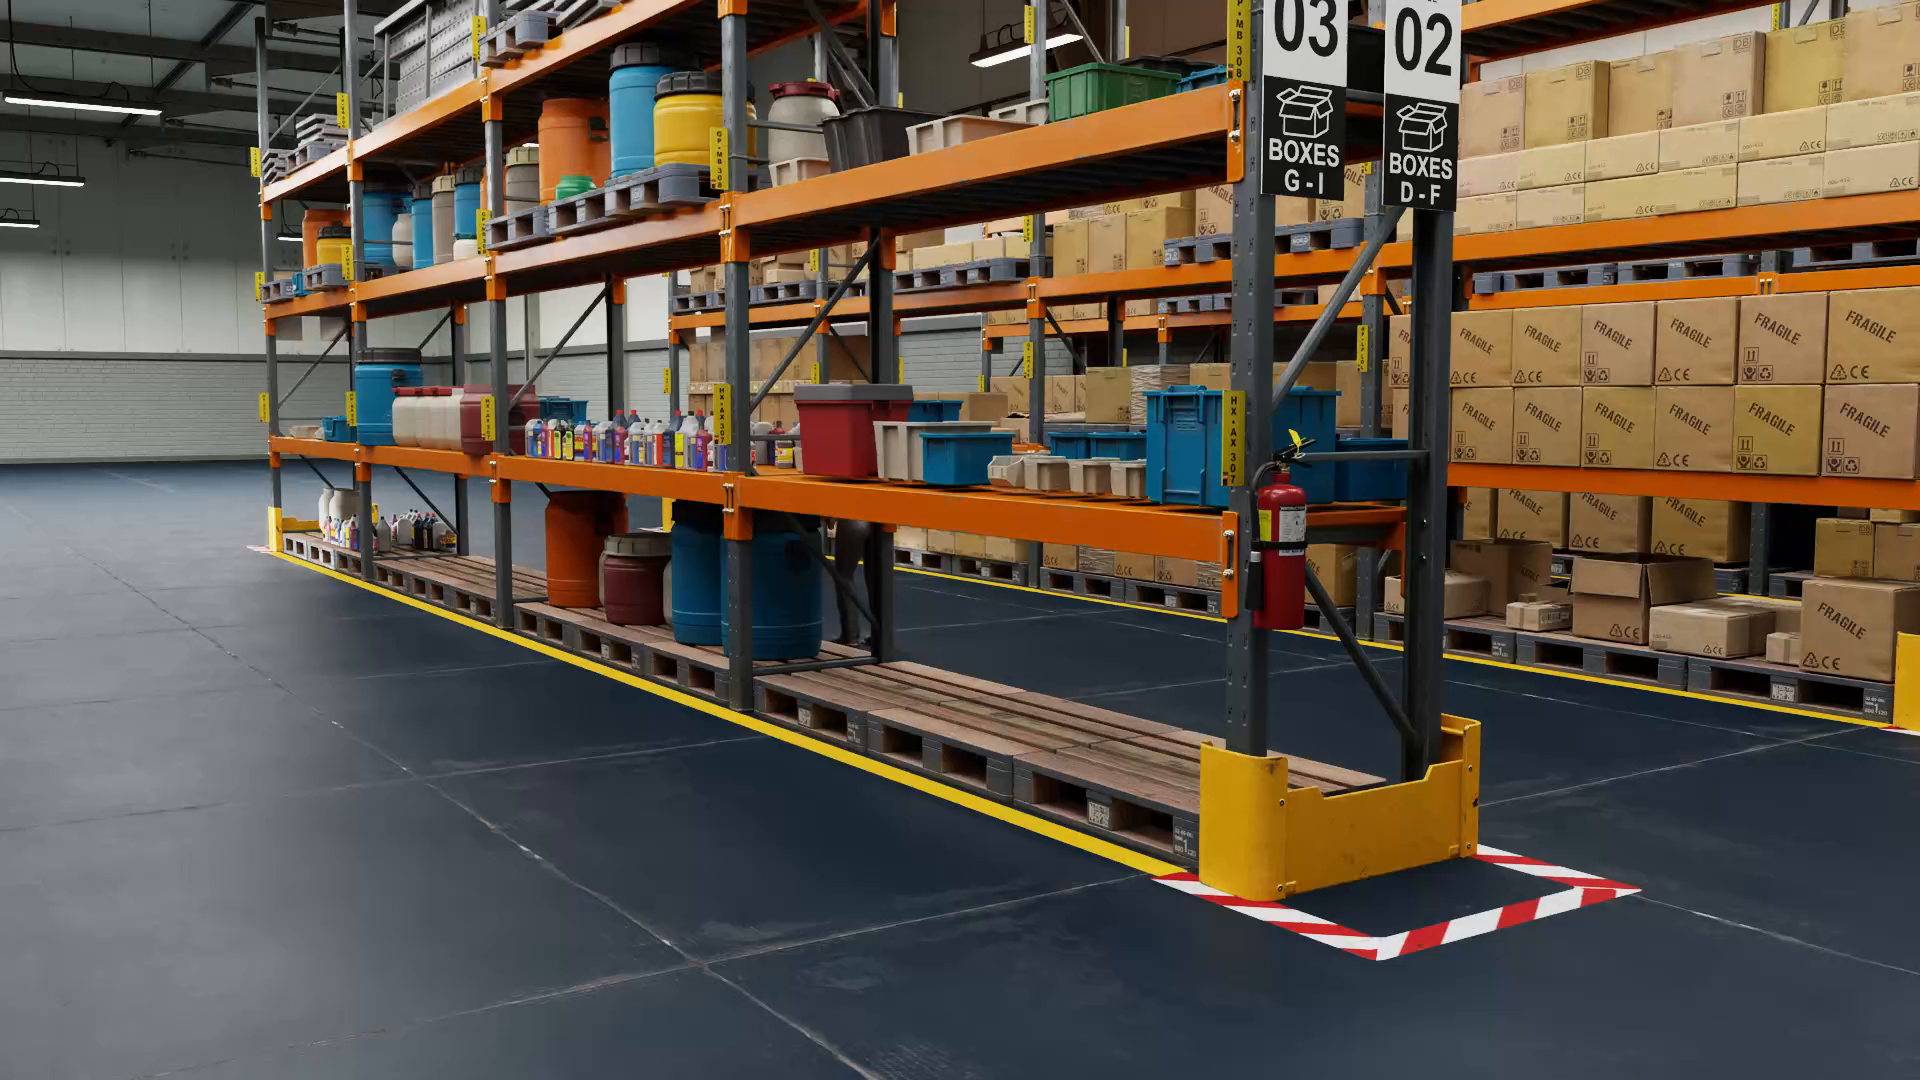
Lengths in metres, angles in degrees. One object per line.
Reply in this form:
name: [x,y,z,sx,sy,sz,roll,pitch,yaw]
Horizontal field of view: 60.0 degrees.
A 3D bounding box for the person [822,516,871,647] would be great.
person: [-0.731,-0.084,11.596,0.470,1.659,0.475,-3,6,-35]
